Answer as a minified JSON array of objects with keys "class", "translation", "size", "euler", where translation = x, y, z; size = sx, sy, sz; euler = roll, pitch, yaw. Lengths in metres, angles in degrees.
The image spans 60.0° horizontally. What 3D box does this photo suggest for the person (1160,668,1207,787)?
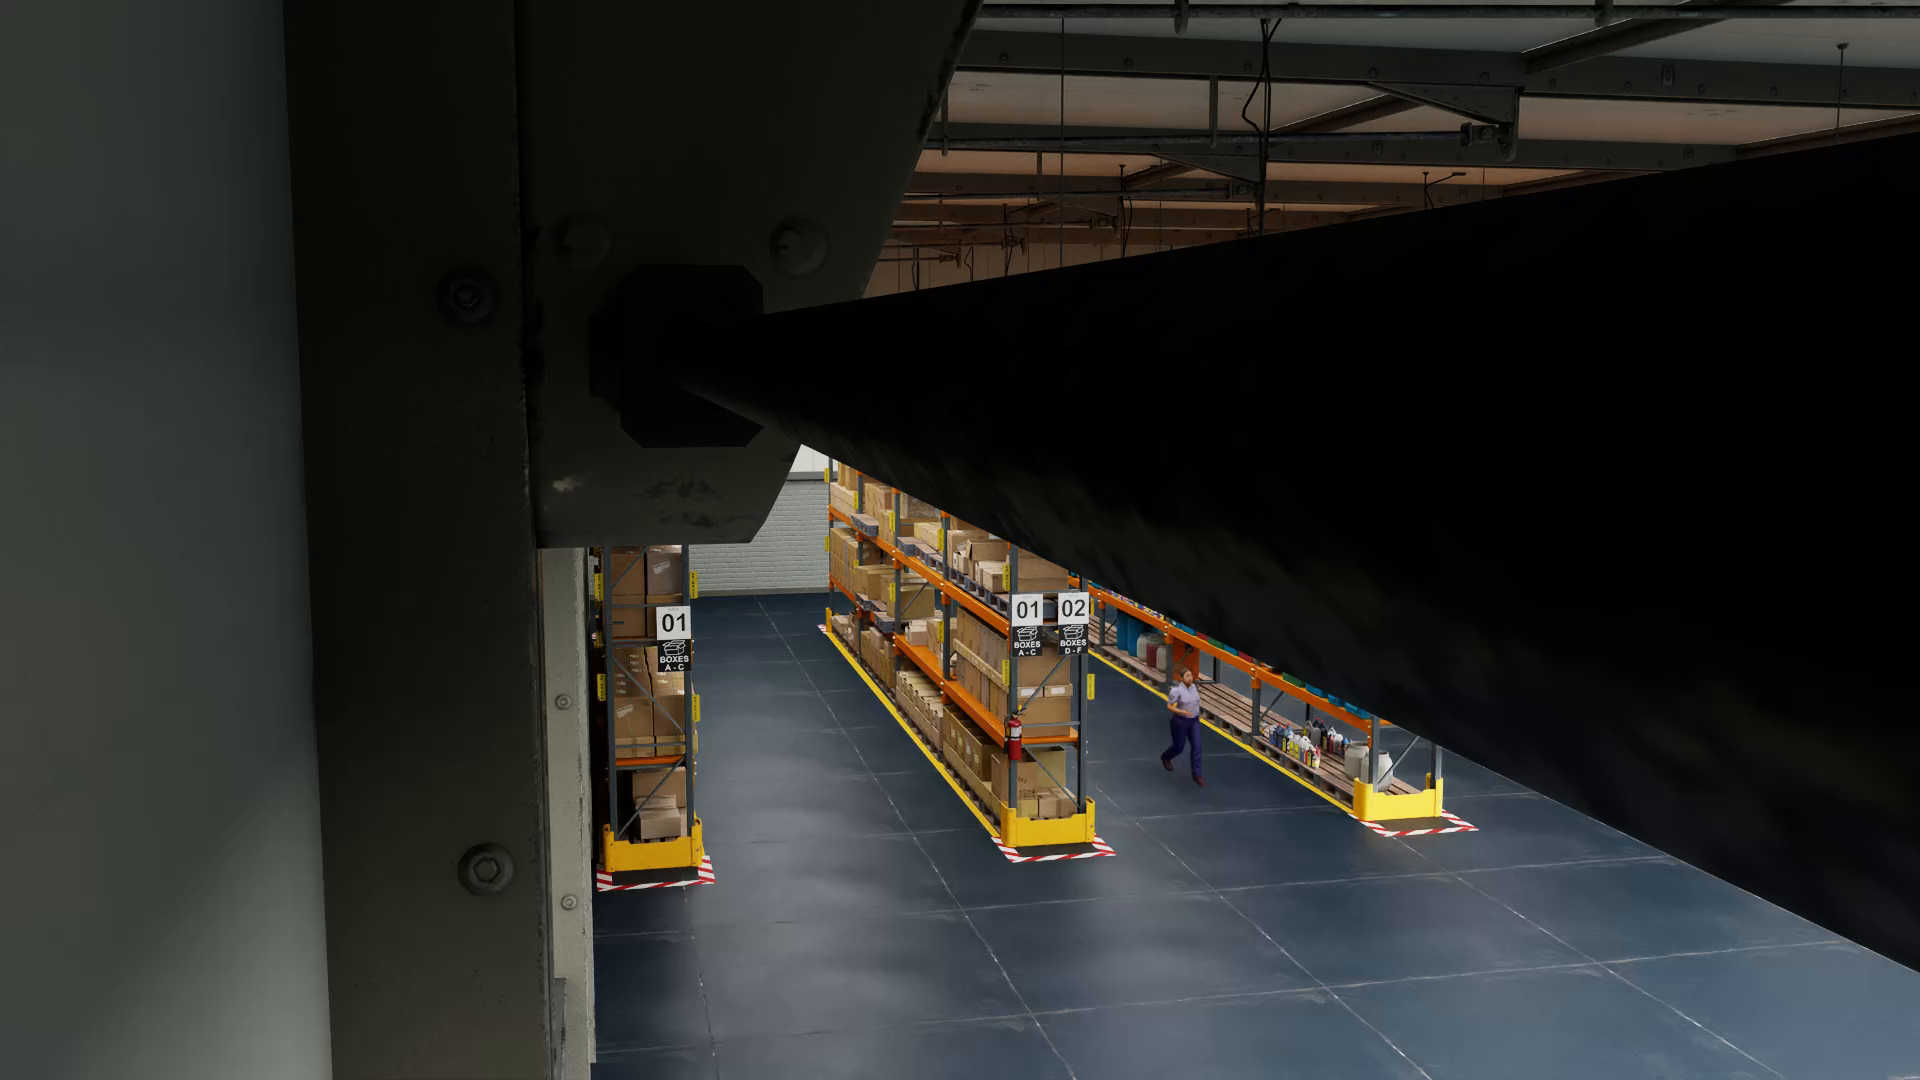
[{"class":"person","translation":[3.234,2.660,23.981],"size":[0.612,1.652,0.929],"euler":[-3,8,-26]}]
